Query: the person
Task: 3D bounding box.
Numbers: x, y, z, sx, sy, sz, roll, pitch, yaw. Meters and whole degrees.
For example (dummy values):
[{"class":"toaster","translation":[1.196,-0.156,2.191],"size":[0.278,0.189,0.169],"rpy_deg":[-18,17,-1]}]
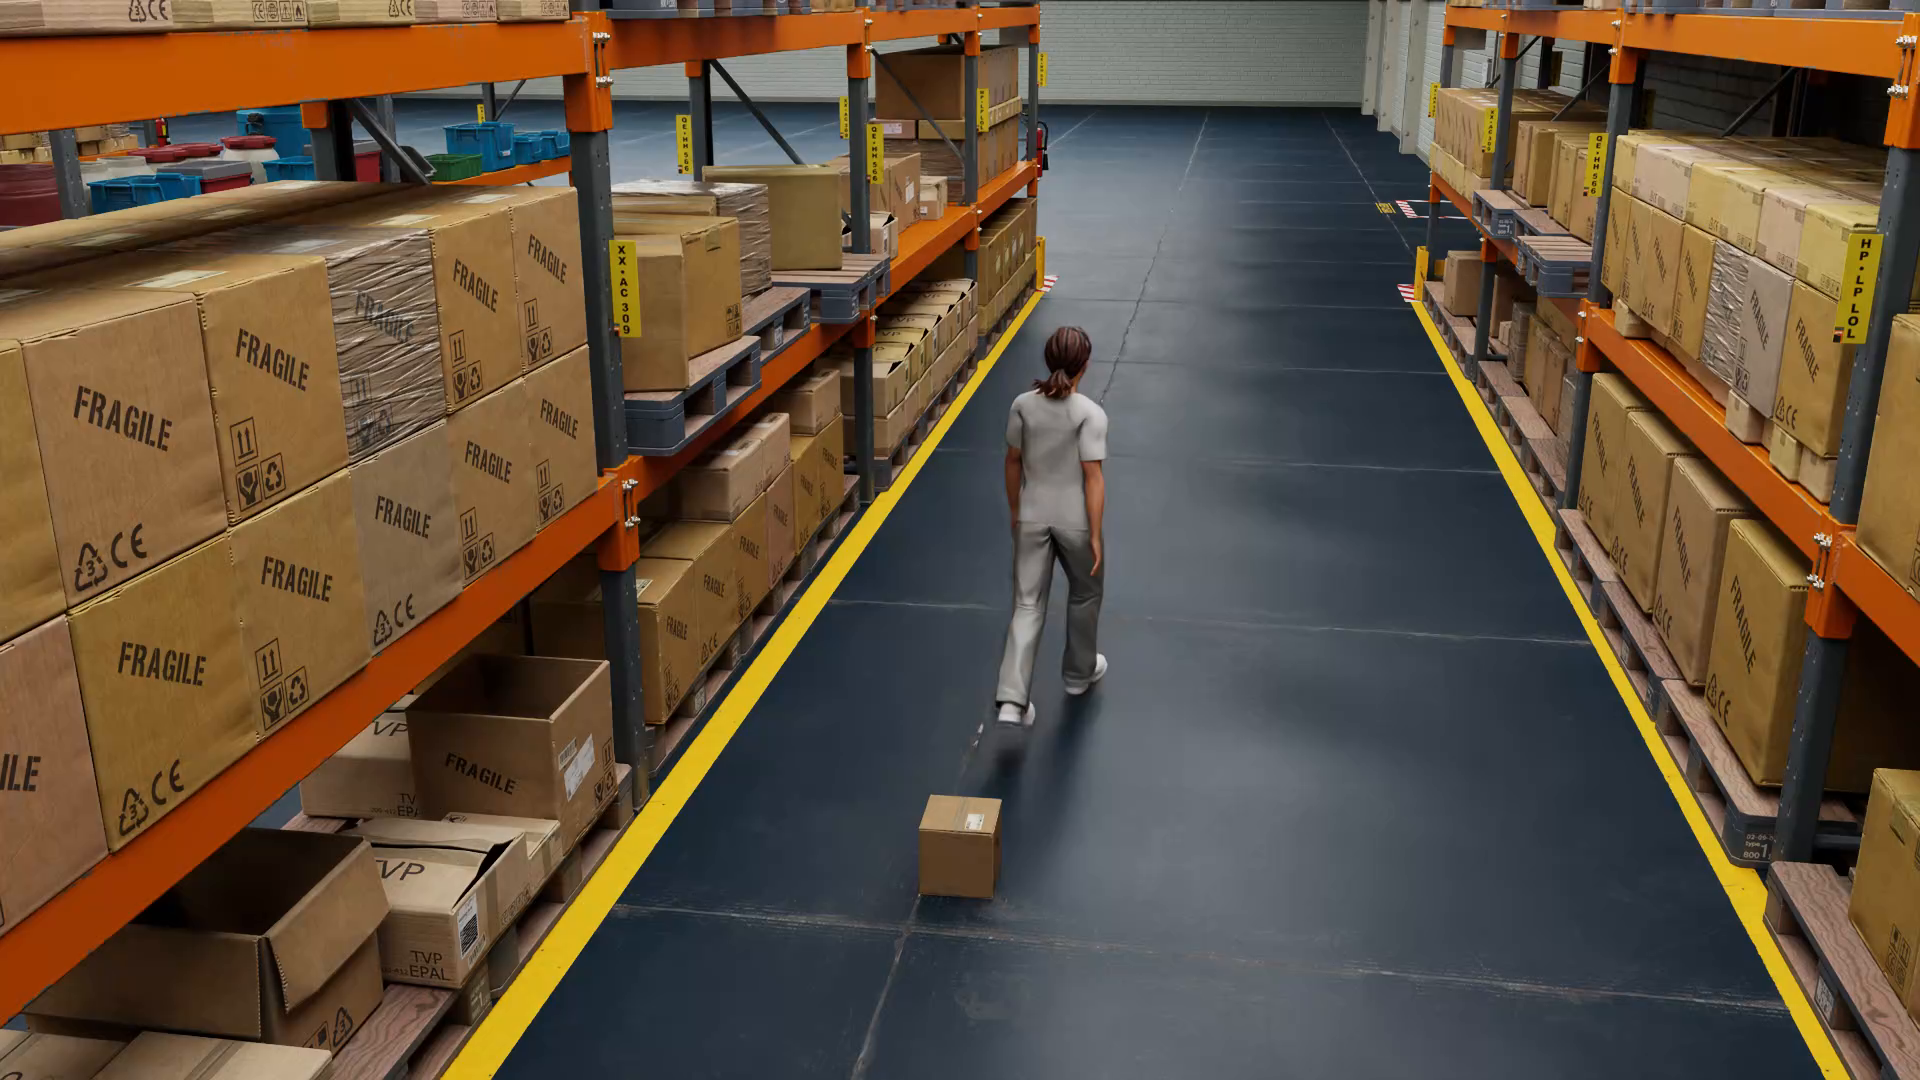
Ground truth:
[{"class":"person","translation":[0.370,-0.050,6.733],"size":[0.455,1.624,1.011],"rpy_deg":[7,19,20]}]
